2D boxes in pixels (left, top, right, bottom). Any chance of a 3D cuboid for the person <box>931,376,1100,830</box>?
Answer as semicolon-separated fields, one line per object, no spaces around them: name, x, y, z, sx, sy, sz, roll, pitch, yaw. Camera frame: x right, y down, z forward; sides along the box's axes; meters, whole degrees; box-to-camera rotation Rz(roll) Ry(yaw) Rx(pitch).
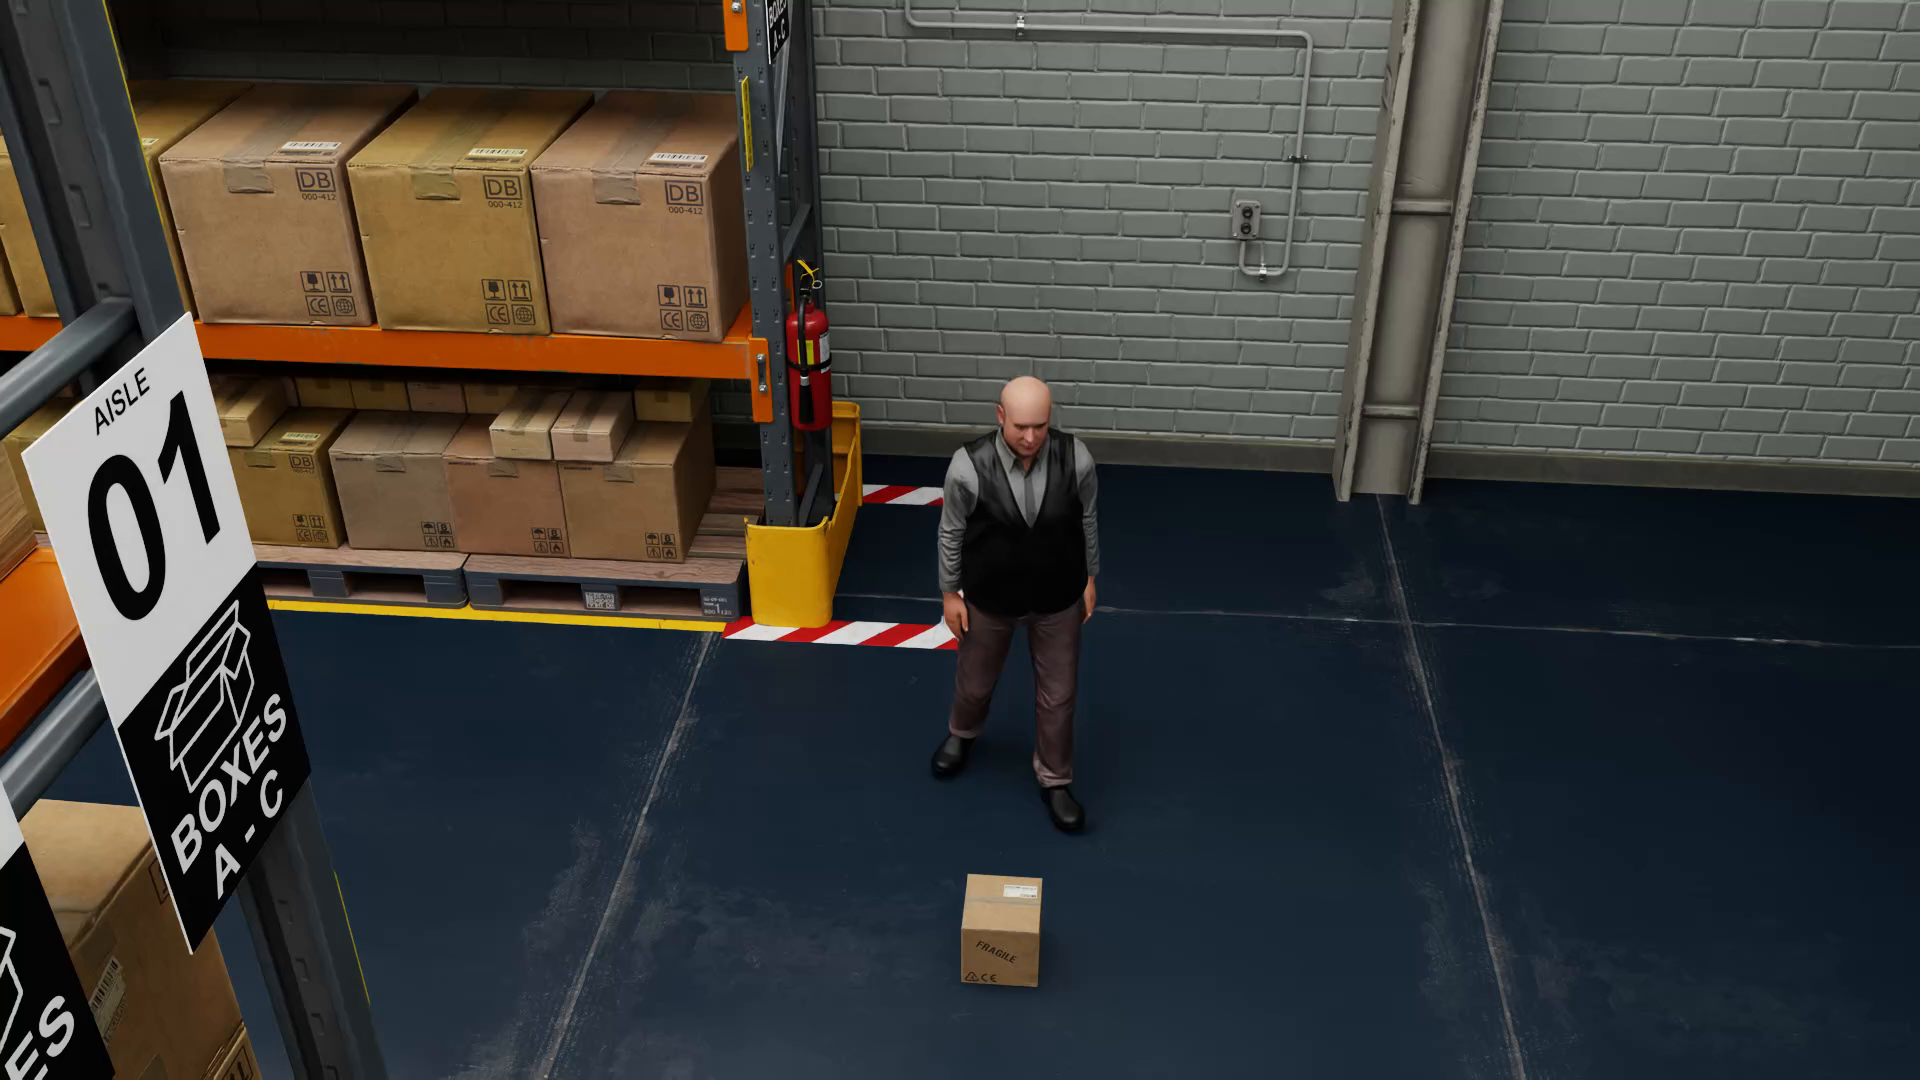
person;0.201;0.200;5.830;0.593;1.721;0.644;-4;32;-6
